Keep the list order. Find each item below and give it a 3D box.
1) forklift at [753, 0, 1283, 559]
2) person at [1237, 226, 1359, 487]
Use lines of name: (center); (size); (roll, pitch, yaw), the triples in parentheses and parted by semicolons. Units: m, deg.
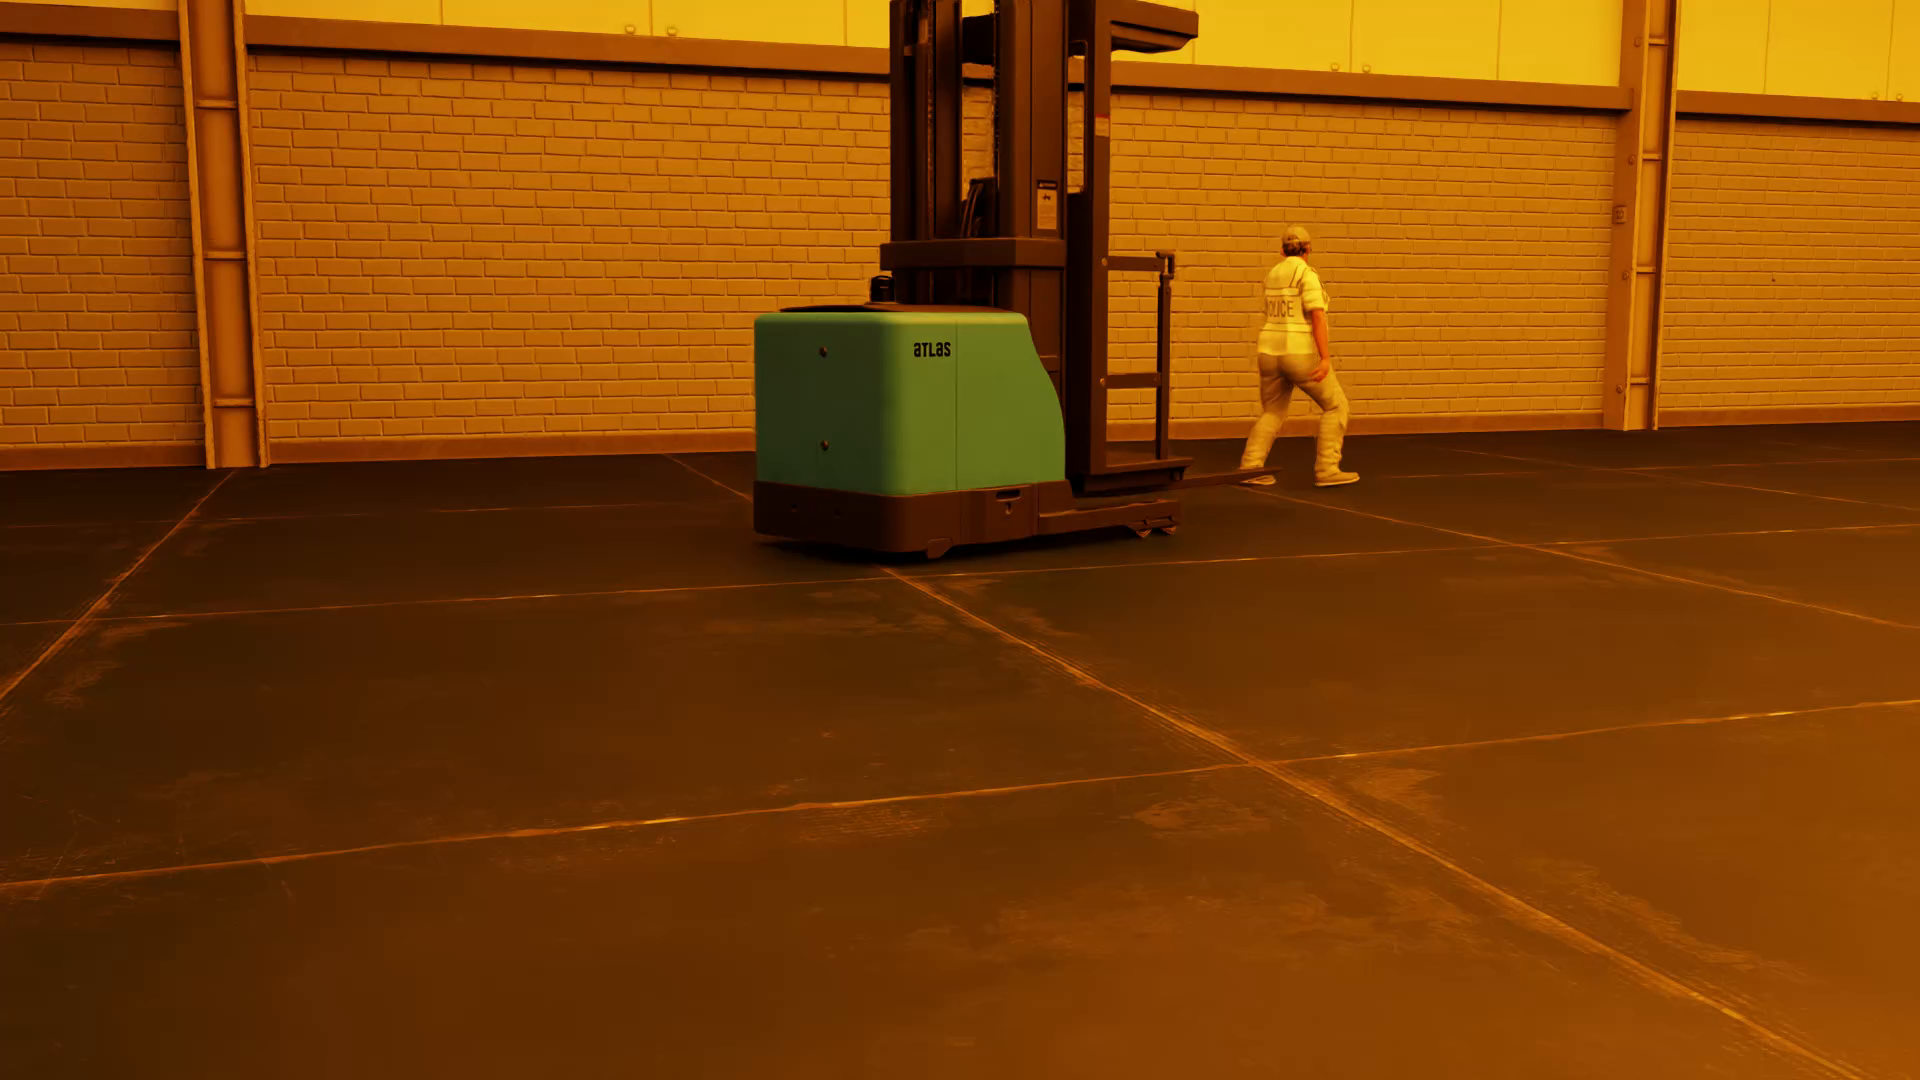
forklift: (0.456, -1.514, 8.179); (3.031, 2.935, 1.130); (-7, 11, -43)
person: (2.107, -1.136, 10.333); (0.647, 1.614, 0.601); (-5, 9, -33)
